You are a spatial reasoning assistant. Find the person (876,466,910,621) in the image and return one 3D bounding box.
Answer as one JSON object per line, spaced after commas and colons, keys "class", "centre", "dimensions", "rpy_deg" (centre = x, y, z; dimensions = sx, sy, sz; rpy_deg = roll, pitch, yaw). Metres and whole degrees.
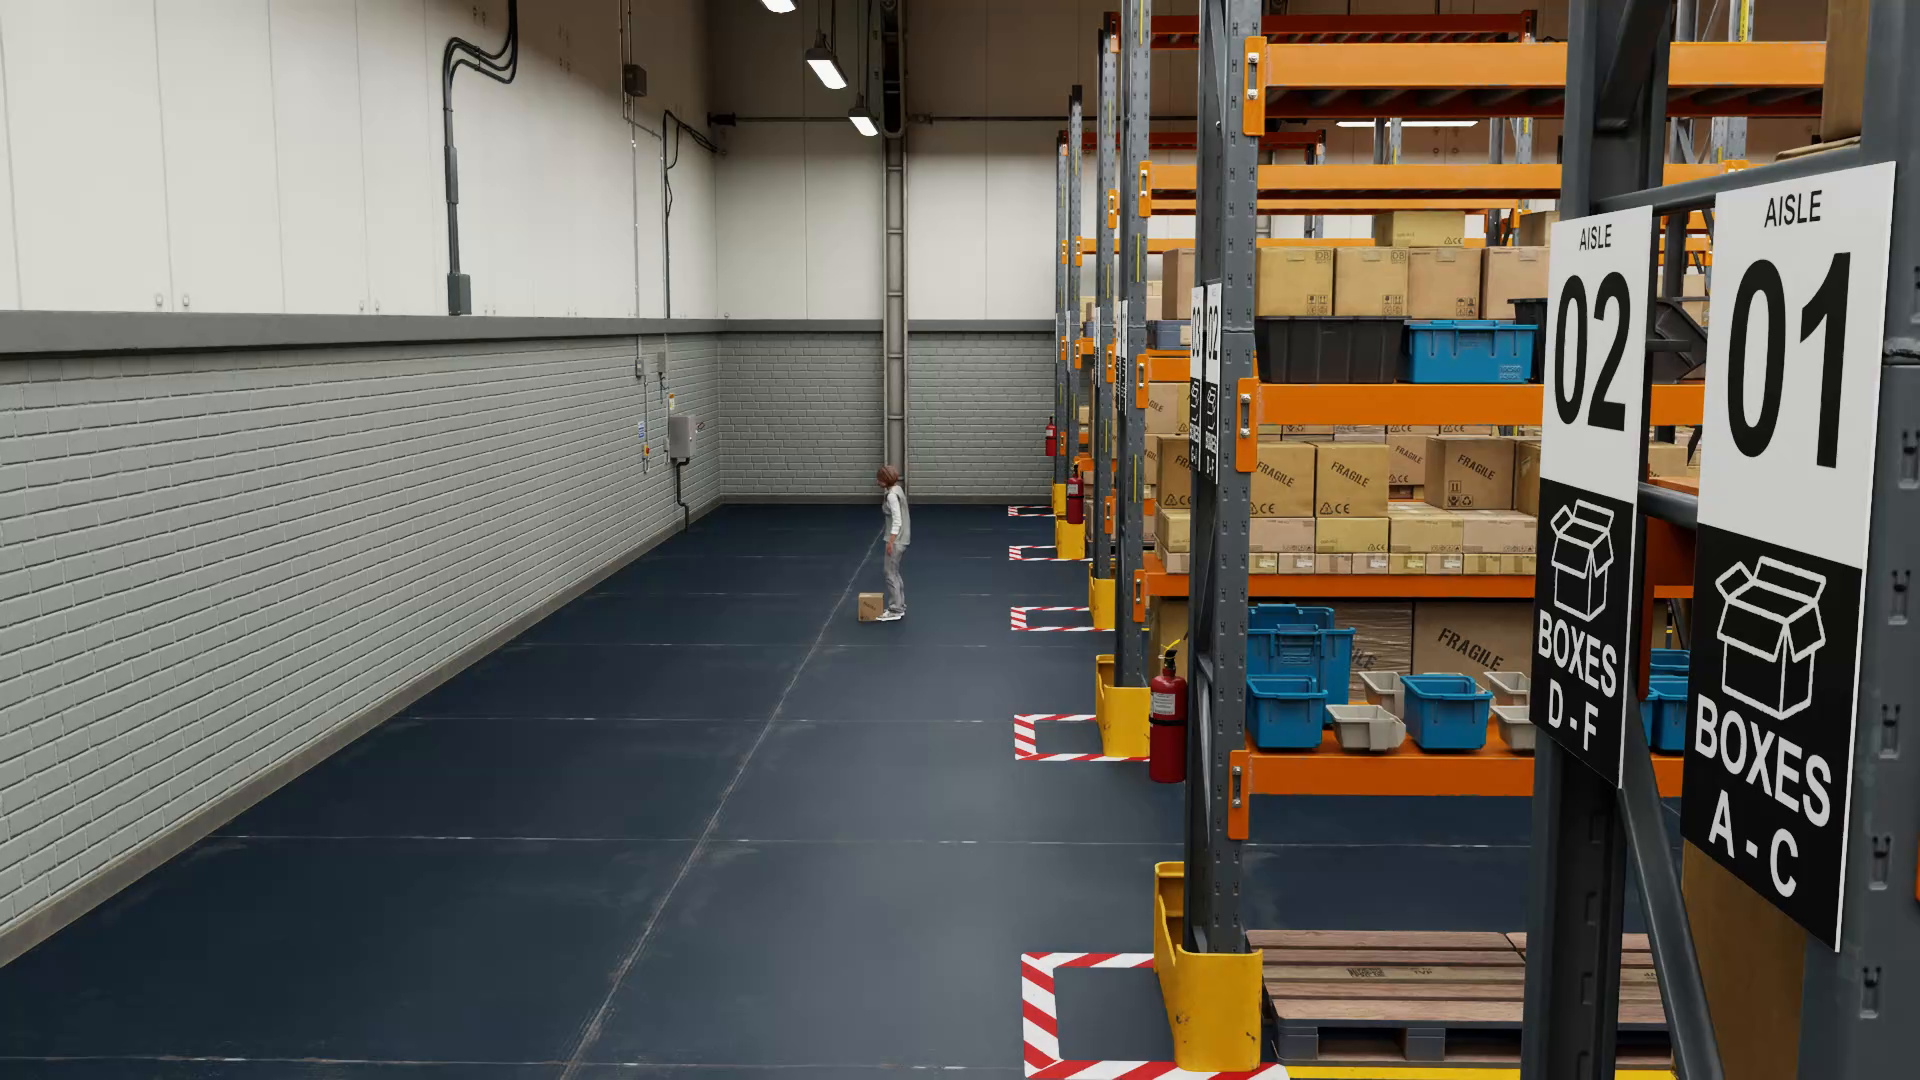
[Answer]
{"class": "person", "centre": [-0.698, 0.027, 17.118], "dimensions": [0.371, 1.594, 0.485], "rpy_deg": [0, 7, -2]}
